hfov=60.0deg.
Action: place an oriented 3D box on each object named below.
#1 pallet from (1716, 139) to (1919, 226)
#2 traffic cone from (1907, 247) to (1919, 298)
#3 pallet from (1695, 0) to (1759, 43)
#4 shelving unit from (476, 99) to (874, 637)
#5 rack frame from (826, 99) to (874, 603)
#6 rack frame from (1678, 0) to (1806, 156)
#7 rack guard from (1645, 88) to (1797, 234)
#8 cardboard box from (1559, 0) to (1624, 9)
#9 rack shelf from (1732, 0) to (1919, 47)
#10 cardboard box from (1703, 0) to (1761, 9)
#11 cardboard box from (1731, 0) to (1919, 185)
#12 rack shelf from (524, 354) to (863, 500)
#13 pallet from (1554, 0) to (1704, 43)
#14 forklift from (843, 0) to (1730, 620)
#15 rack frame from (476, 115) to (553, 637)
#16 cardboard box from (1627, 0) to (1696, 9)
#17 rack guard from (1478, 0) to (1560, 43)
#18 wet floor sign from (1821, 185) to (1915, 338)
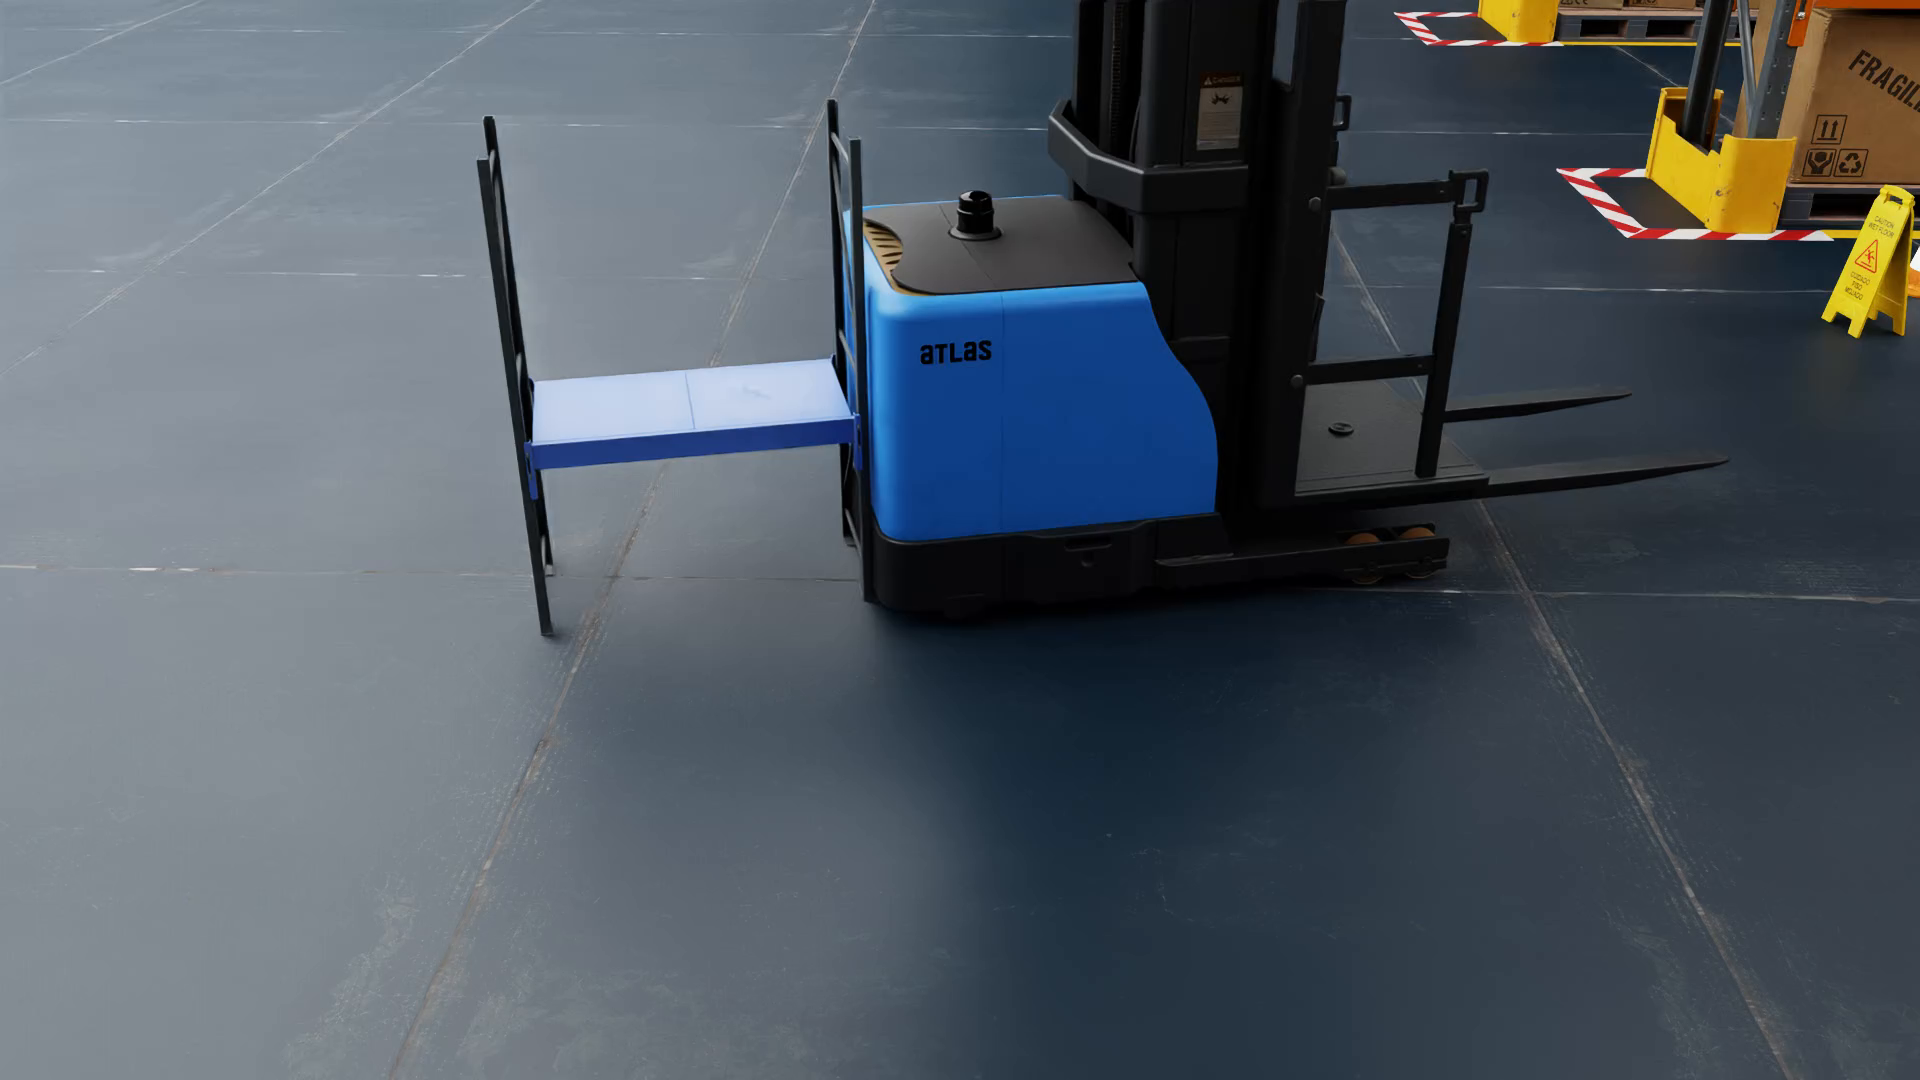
[{"bbox_3d":[5.015,-2.014,9.325,1.213,0.211,1.003,1,28,2],"label":"pallet"},{"bbox_3d":[4.694,-1.429,7.951,0.334,0.463,0.336,1,28,2],"label":"traffic cone"},{"bbox_3d":[6.592,-4.258,13.557,1.213,0.211,1.003,1,28,2],"label":"pallet"},{"bbox_3d":[-0.843,-0.526,5.141,1.048,1.500,0.538,-6,28,-11],"label":"shelving unit"},{"bbox_3d":[-0.345,-0.575,5.234,0.032,1.500,0.500,-6,28,-11],"label":"rack frame"},{"bbox_3d":[4.213,-3.223,8.627,0.127,3.000,1.000,1,28,2],"label":"rack frame"},{"bbox_3d":[4.189,-2.119,9.213,0.348,0.500,1.175,1,28,2],"label":"rack guard"},{"bbox_3d":[5.113,-4.606,13.457,0.500,0.500,0.500,6,29,11],"label":"cardboard box"},{"bbox_3d":[6.212,-2.872,8.733,4.000,0.370,1.077,1,28,2],"label":"rack shelf"},{"bbox_3d":[6.336,-4.593,13.432,0.500,0.500,0.500,4,28,7],"label":"cardboard box"},{"bbox_3d":[4.893,-2.490,9.064,0.875,0.875,0.875,1,28,2],"label":"cardboard box"},{"bbox_3d":[-0.843,-0.367,5.225,1.000,0.185,0.538,-6,28,-11],"label":"rack shelf"},{"bbox_3d":[5.376,-4.280,13.598,1.213,0.211,1.003,1,28,2],"label":"pallet"},{"bbox_3d":[1.140,-1.384,5.232,3.031,2.935,1.130,-6,28,-11],"label":"forklift"},{"bbox_3d":[-1.340,-0.477,5.048,0.032,1.500,0.500,-6,28,-11],"label":"rack frame"},{"bbox_3d":[5.711,-4.612,13.468,0.500,0.500,0.500,8,29,15],"label":"cardboard box"},{"bbox_3d":[4.565,-4.437,13.587,0.348,0.500,1.175,1,28,2],"label":"rack guard"},{"bbox_3d":[4.114,-1.256,7.431,0.232,0.644,0.267,-4,28,-7],"label":"wet floor sign"}]
